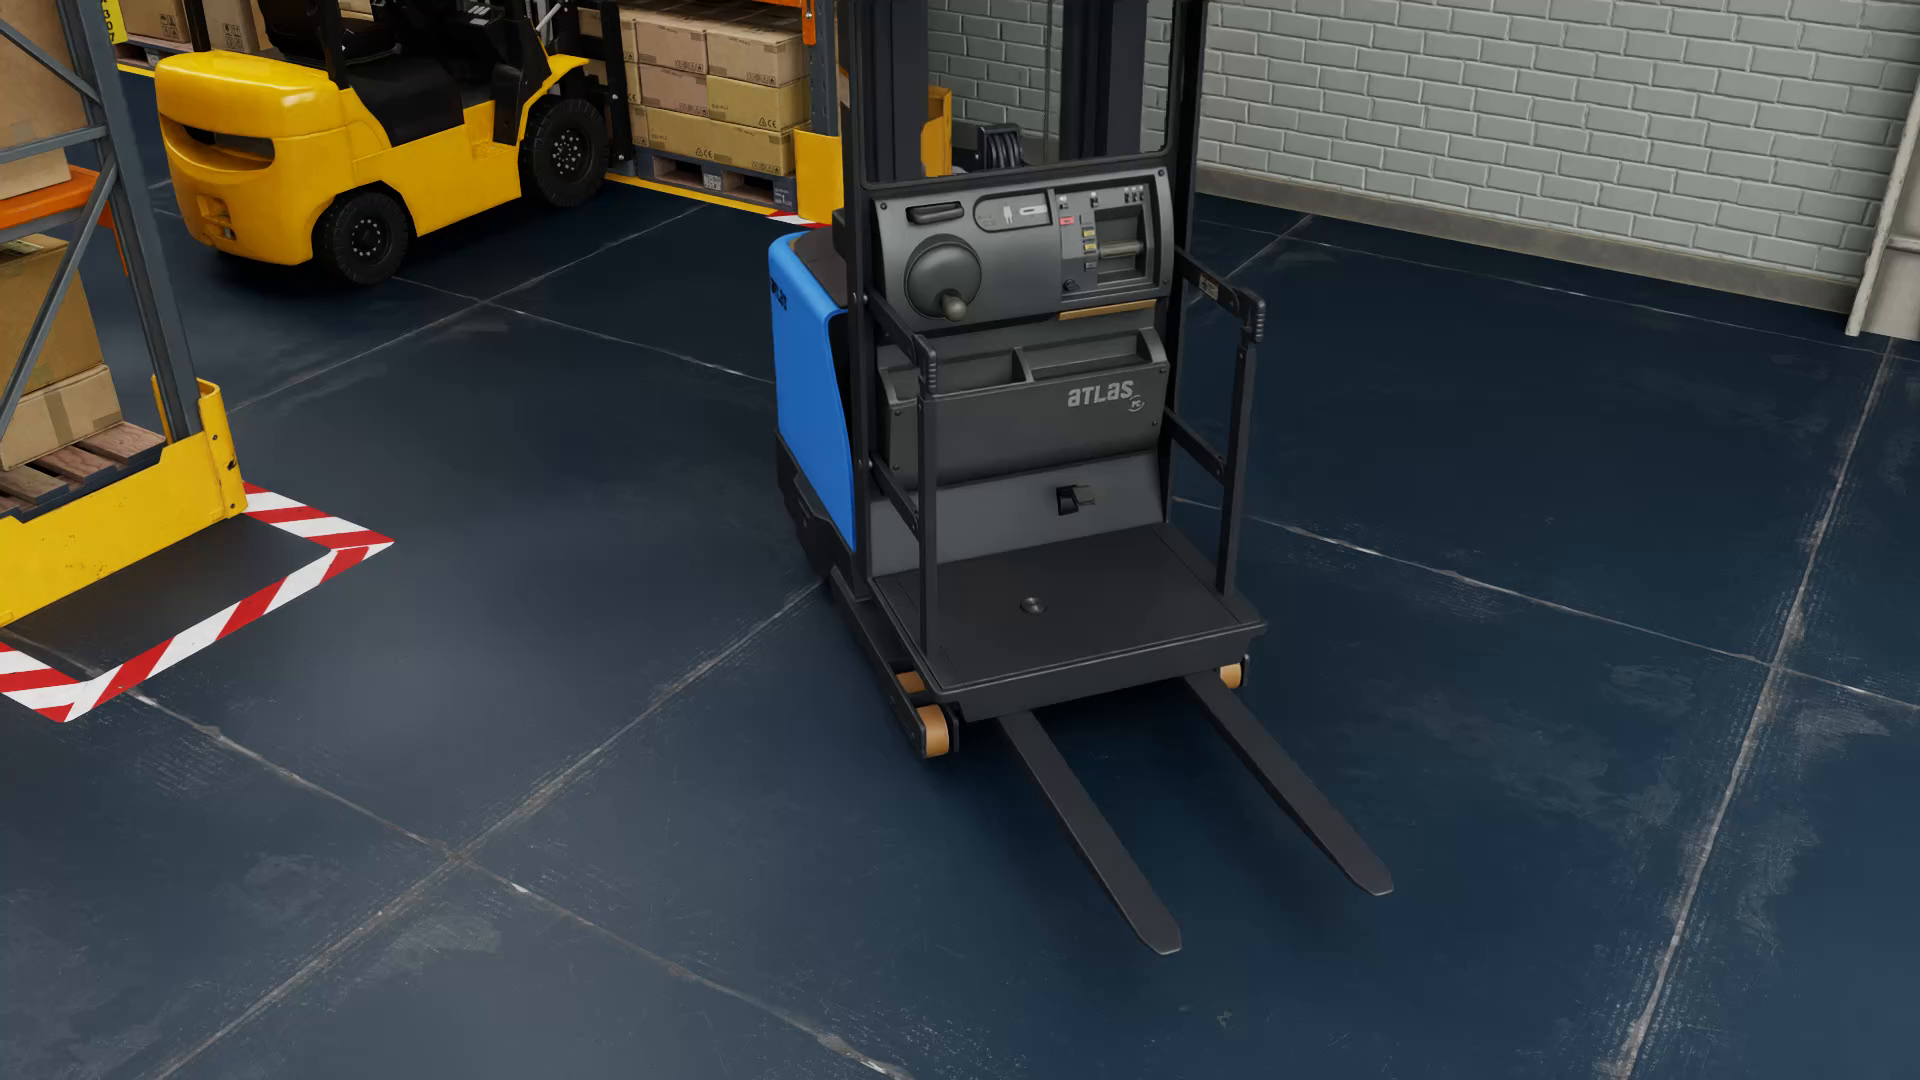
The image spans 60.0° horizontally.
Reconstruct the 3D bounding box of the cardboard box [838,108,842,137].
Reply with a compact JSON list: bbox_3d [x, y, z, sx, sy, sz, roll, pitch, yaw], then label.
[{"bbox_3d":[-0.815,-2.535,9.931,0.500,0.250,0.500,18,35,28],"label":"cardboard box"}]

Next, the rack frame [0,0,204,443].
[{"bbox_3d":[-3.138,-1.207,5.342,0.127,3.000,1.000,18,35,27],"label":"rack frame"}]

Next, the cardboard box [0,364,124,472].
[{"bbox_3d":[-3.675,-0.535,6.502,0.500,0.250,0.500,17,34,27],"label":"cardboard box"}]

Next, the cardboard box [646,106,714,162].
[{"bbox_3d":[-1.485,-2.449,9.782,0.500,0.250,0.500,18,35,27],"label":"cardboard box"}]

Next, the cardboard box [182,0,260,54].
[{"bbox_3d":[-4.992,-3.900,11.898,0.625,0.625,0.875,17,34,27],"label":"cardboard box"}]

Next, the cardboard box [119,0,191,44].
[{"bbox_3d":[-5.629,-4.100,12.242,0.625,0.625,0.875,16,34,25],"label":"cardboard box"}]

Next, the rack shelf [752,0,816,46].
[{"bbox_3d":[-2.197,-3.552,10.075,4.000,0.370,1.077,18,35,27],"label":"rack shelf"}]

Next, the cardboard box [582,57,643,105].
[{"bbox_3d":[-1.949,-2.801,9.891,0.500,0.250,0.500,17,34,26],"label":"cardboard box"}]

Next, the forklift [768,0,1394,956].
[{"bbox_3d":[0.279,-0.832,4.767,1.130,2.935,3.031,-11,32,-17],"label":"forklift"}]

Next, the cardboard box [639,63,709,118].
[{"bbox_3d":[-1.500,-2.672,9.669,0.500,0.250,0.500,17,34,27],"label":"cardboard box"}]

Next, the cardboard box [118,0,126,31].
[{"bbox_3d":[-6.200,-4.281,12.551,0.625,0.625,0.875,19,35,29],"label":"cardboard box"}]

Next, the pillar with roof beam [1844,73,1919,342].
[{"bbox_3d":[2.180,-3.044,2.538,0.400,9.000,9.100,18,35,27],"label":"pillar with roof beam"}]

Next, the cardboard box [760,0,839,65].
[{"bbox_3d":[-0.809,-2.962,9.670,0.500,0.250,0.500,17,34,27],"label":"cardboard box"}]

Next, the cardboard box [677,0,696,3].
[{"bbox_3d":[-1.652,-3.233,10.134,0.500,0.250,0.500,17,34,27],"label":"cardboard box"}]

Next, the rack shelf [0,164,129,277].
[{"bbox_3d":[-4.832,-1.432,6.442,4.000,0.370,1.077,18,35,27],"label":"rack shelf"}]

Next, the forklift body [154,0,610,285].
[{"bbox_3d":[-3.079,-2.689,8.725,1.214,2.155,2.313,18,35,27],"label":"forklift body"}]

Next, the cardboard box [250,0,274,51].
[{"bbox_3d":[-4.338,-3.689,11.536,0.625,0.625,0.875,19,35,29],"label":"cardboard box"}]

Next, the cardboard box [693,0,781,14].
[{"bbox_3d":[-1.234,-3.094,9.896,0.500,0.250,0.500,18,35,27],"label":"cardboard box"}]

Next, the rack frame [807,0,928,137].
[{"bbox_3d":[-0.503,-3.327,8.975,0.127,3.000,1.000,18,35,27],"label":"rack frame"}]

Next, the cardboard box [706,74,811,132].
[{"bbox_3d":[-1.081,-2.533,9.431,0.500,0.250,0.500,17,34,27],"label":"cardboard box"}]

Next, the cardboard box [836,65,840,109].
[{"bbox_3d":[-0.790,-2.751,9.804,0.500,0.250,0.500,18,35,28],"label":"cardboard box"}]

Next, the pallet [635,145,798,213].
[{"bbox_3d":[-1.173,-2.309,9.999,1.213,0.211,1.003,18,35,27],"label":"pallet"}]

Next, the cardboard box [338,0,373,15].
[{"bbox_3d":[-3.648,-3.560,10.696,0.500,0.250,0.500,17,34,27],"label":"cardboard box"}]

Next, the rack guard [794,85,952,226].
[{"bbox_3d":[-0.482,-2.240,9.594,0.348,0.500,1.175,18,35,27],"label":"rack guard"}]

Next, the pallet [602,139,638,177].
[{"bbox_3d":[-2.202,-2.636,10.559,1.213,0.211,1.003,18,35,27],"label":"pallet"}]

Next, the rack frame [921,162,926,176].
[{"bbox_3d":[-0.244,-0.902,6.605,0.240,1.200,0.006,-11,32,-17],"label":"rack frame"}]

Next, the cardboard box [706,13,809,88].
[{"bbox_3d":[-1.058,-2.742,9.294,0.500,0.250,0.500,19,35,29],"label":"cardboard box"}]

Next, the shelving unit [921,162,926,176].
[{"bbox_3d":[-0.212,-0.859,6.531,0.258,1.200,0.189,-11,32,-17],"label":"shelving unit"}]

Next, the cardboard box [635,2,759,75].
[{"bbox_3d":[-1.494,-2.877,9.524,0.500,0.250,0.500,18,35,28],"label":"cardboard box"}]

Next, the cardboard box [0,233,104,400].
[{"bbox_3d":[-3.695,-0.865,6.324,0.500,0.500,0.500,16,34,26],"label":"cardboard box"}]

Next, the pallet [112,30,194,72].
[{"bbox_3d":[-5.573,-3.701,12.384,1.213,0.211,1.003,18,35,27],"label":"pallet"}]

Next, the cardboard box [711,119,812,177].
[{"bbox_3d":[-1.069,-2.311,9.547,0.500,0.250,0.500,18,35,28],"label":"cardboard box"}]

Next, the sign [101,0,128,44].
[{"bbox_3d":[-2.850,-1.813,5.521,0.005,0.325,0.100,18,35,27],"label":"sign"}]

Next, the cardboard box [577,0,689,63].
[{"bbox_3d":[-1.927,-3.008,9.748,0.500,0.250,0.500,18,35,28],"label":"cardboard box"}]

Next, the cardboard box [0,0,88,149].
[{"bbox_3d":[-3.392,-1.624,5.663,0.500,0.500,0.500,17,34,27],"label":"cardboard box"}]

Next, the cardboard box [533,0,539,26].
[{"bbox_3d":[-2.352,-3.147,9.987,0.500,0.250,0.500,17,34,26],"label":"cardboard box"}]

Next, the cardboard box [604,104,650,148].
[{"bbox_3d":[-1.904,-2.586,10.019,0.500,0.250,0.500,18,35,28],"label":"cardboard box"}]

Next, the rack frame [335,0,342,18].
[{"bbox_3d":[-3.891,-4.398,10.812,0.127,3.000,1.000,18,35,27],"label":"rack frame"}]

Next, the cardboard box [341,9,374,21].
[{"bbox_3d":[-3.645,-3.346,10.825,0.500,0.250,0.500,17,34,27],"label":"cardboard box"}]

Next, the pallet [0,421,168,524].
[{"bbox_3d":[-3.872,-0.256,6.479,1.213,0.211,1.003,18,35,27],"label":"pallet"}]

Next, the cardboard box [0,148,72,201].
[{"bbox_3d":[-3.316,-1.278,5.713,0.250,0.149,0.380,18,35,28],"label":"cardboard box"}]

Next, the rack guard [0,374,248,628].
[{"bbox_3d":[-3.203,-0.148,6.007,0.348,0.500,1.175,18,35,27],"label":"rack guard"}]
